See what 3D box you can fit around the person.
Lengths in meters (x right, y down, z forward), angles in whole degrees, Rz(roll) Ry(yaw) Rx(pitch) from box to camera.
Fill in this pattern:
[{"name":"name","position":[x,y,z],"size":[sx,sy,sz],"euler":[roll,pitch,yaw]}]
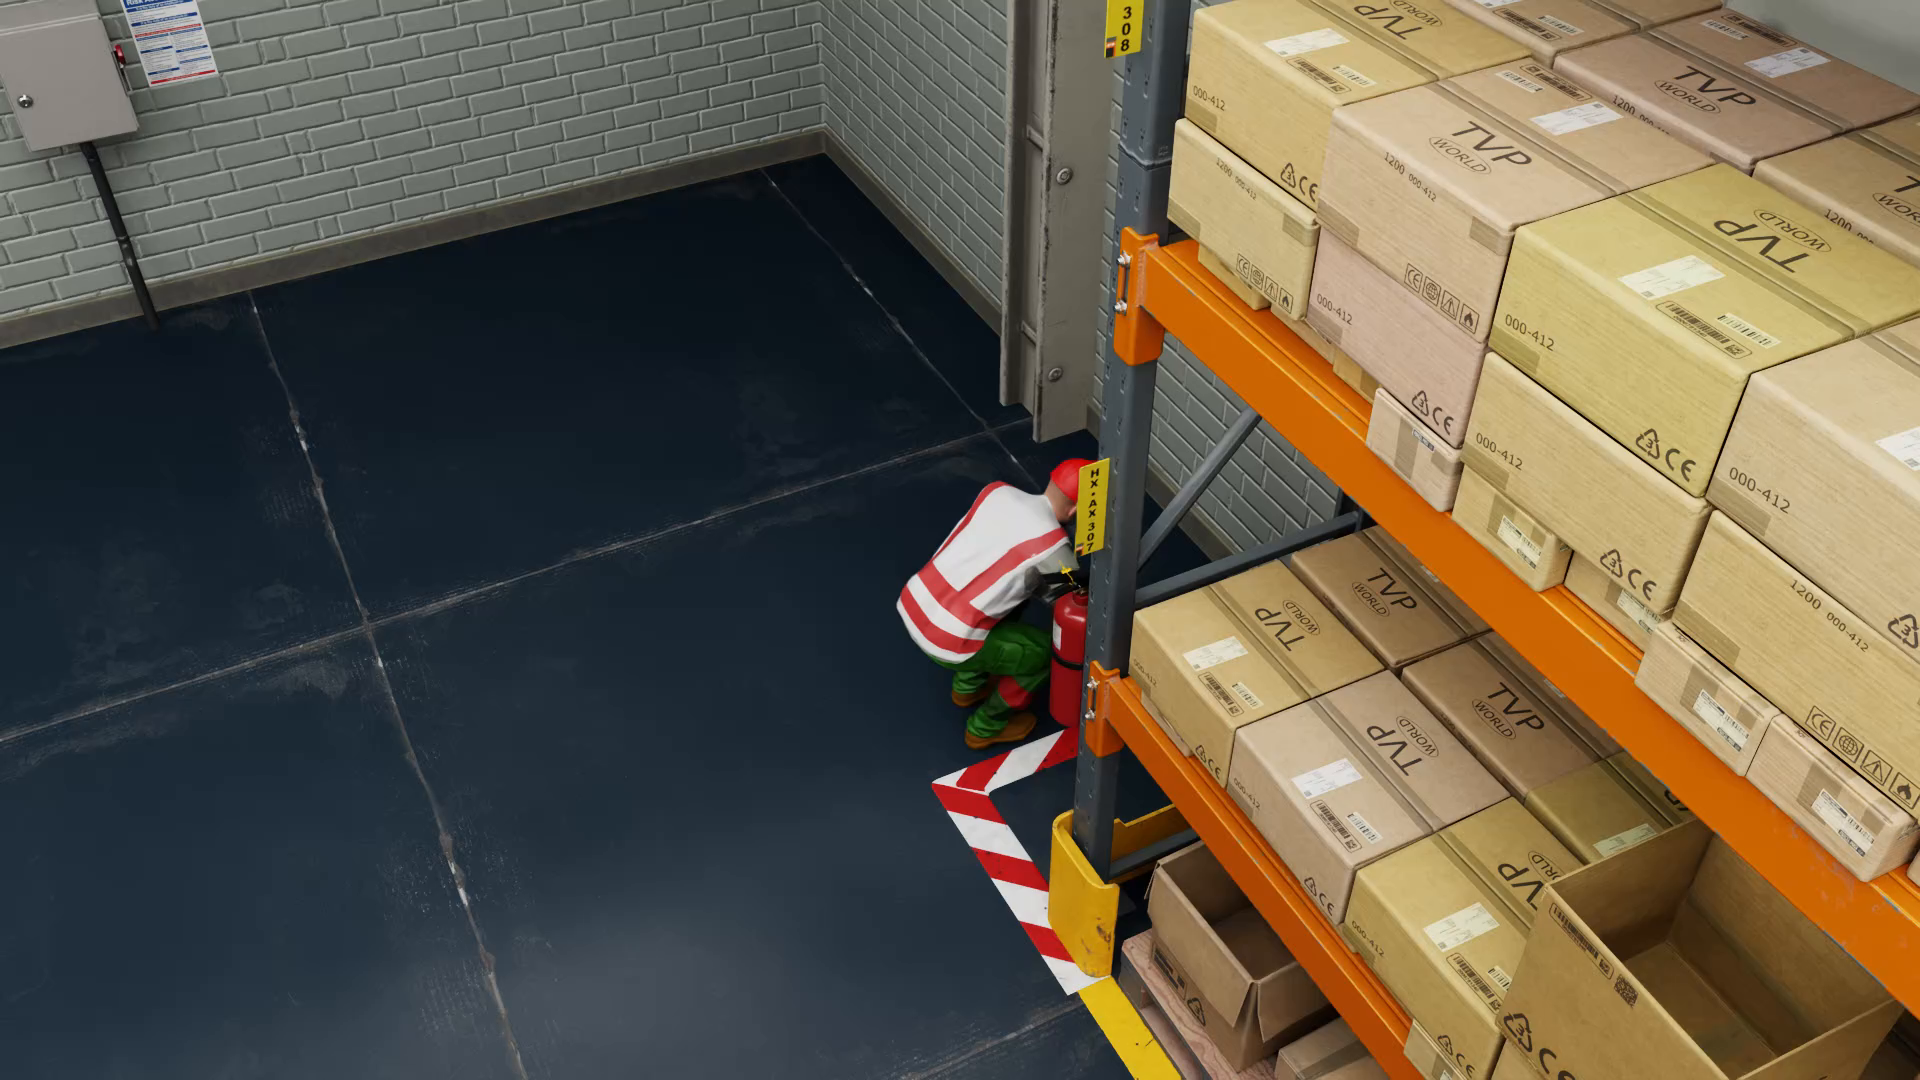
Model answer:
[{"name":"person","position":[0.172,0.230,6.392],"size":[0.856,1.114,0.582],"euler":[-17,44,-18]}]
